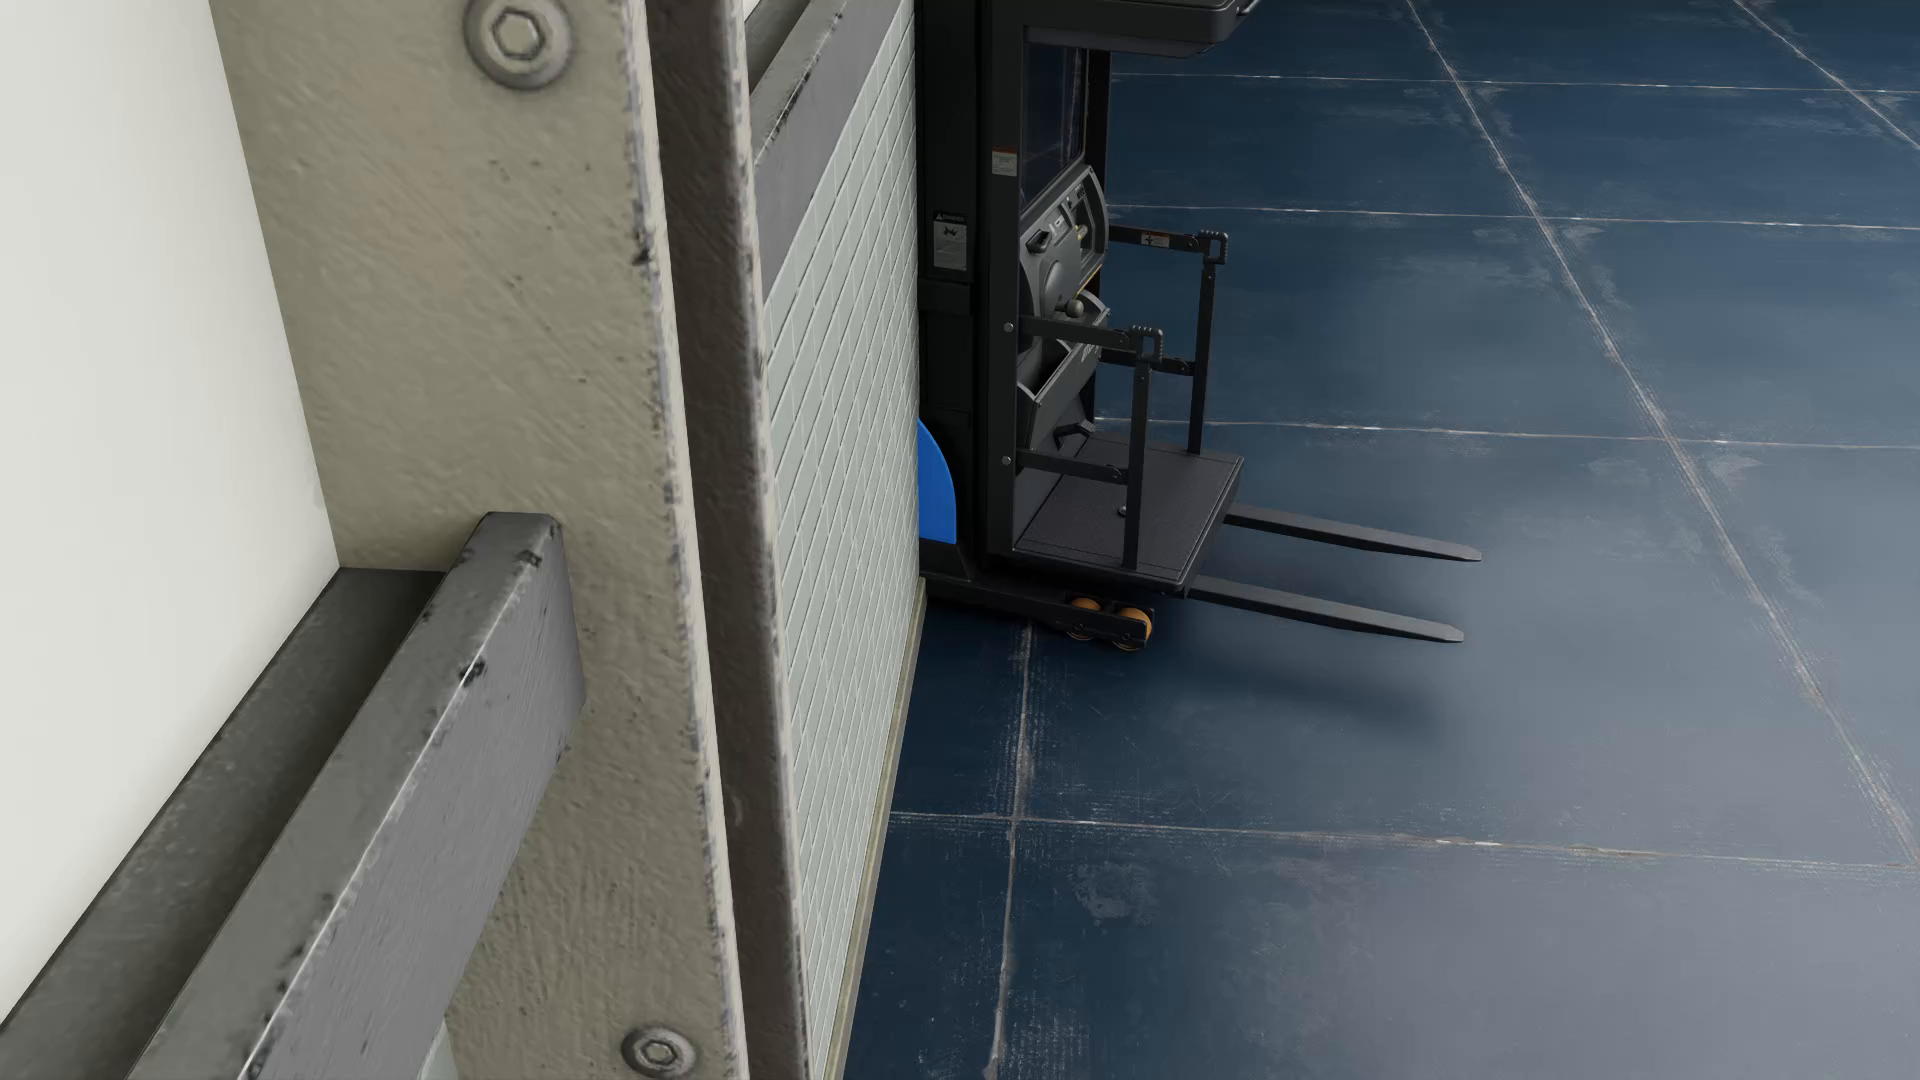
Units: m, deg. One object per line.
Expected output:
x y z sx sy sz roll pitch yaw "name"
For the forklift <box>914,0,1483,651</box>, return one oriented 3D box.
0.587 -1.128 6.287 3.031 2.935 1.130 11 33 18 "forklift"
